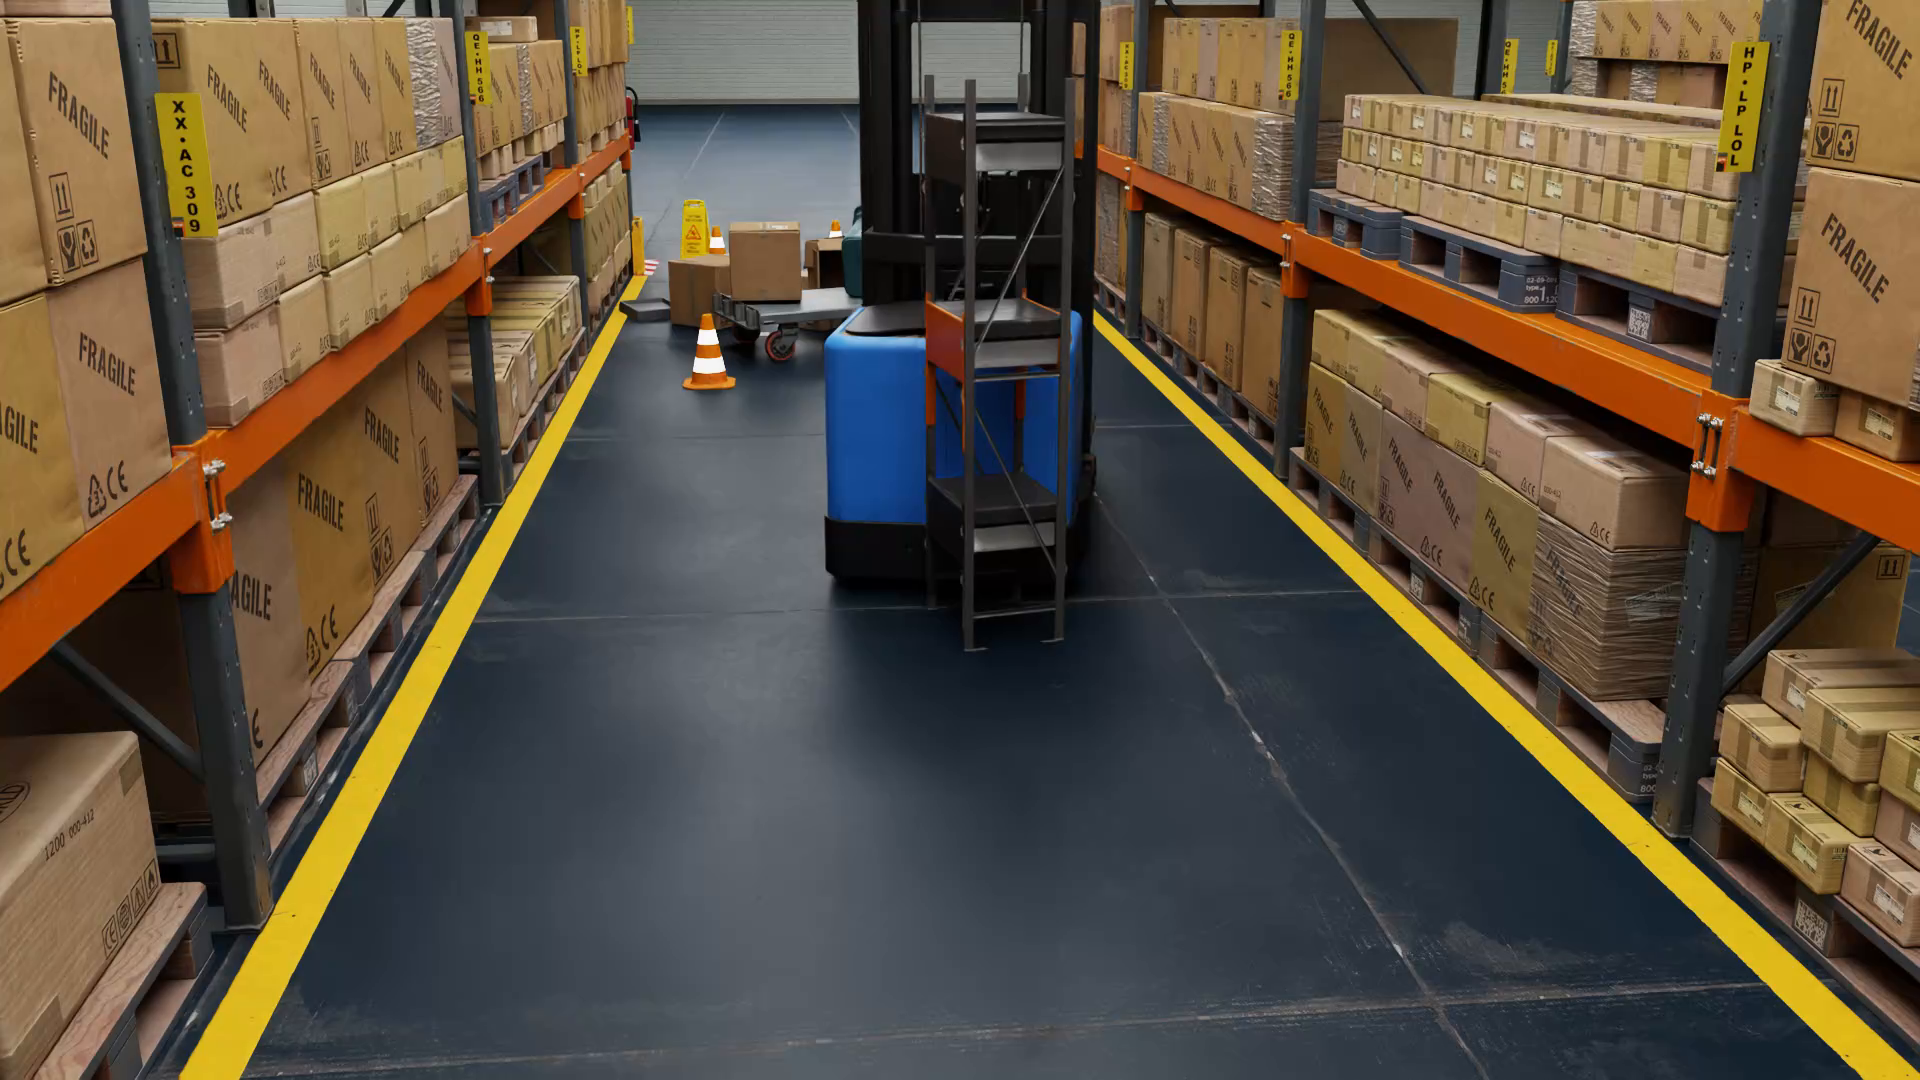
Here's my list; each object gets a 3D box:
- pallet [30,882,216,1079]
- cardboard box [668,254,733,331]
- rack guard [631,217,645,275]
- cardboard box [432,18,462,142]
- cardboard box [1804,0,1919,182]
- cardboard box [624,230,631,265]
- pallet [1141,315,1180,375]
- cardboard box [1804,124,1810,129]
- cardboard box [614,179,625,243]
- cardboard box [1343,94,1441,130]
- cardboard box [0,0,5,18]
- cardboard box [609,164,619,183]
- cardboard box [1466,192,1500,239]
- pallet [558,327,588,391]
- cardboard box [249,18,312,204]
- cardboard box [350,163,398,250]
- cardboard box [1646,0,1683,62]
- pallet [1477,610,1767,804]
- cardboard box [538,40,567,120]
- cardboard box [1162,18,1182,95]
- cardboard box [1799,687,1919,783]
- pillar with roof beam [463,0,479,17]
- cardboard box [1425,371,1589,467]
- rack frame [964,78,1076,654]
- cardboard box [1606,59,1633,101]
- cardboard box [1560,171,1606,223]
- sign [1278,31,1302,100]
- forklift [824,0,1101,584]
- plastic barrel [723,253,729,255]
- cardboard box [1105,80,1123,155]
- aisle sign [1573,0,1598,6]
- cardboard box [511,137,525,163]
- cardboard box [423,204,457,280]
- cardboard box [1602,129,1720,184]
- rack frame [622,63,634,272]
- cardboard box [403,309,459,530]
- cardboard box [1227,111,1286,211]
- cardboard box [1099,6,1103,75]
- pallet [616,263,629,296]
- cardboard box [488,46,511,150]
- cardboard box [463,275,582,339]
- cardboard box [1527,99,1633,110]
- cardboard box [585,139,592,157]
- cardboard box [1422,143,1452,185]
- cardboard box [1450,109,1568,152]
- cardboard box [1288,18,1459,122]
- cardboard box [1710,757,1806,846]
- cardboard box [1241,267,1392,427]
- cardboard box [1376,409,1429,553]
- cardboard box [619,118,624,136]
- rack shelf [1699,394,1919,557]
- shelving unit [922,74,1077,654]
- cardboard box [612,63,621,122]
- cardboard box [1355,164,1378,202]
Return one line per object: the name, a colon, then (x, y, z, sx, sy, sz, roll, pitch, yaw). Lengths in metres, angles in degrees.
pallet: (-2.343, 1.161, 3.628, 1.003, 0.211, 1.213, -2, 18, -6)
cardboard box: (-1.926, -1.952, 13.056, 0.500, 0.500, 0.500, 11, 21, 32)
rack guard: (-3.573, -2.759, 15.630, 1.175, 0.500, 0.348, -2, 18, -6)
cardboard box: (-2.442, -1.969, 7.106, 0.500, 0.500, 0.500, -2, 18, -7)
cardboard box: (2.374, -1.107, 3.861, 0.500, 0.500, 0.500, -1, 17, -4)
cardboard box: (-3.228, -2.623, 14.913, 0.500, 0.250, 0.500, -2, 18, -6)
pallet: (1.899, -1.407, 11.807, 1.003, 0.211, 1.213, -2, 18, -6)
cardboard box: (2.905, -1.312, 5.572, 0.380, 0.149, 0.250, -2, 18, -6)
cardboard box: (-3.182, -2.834, 14.335, 0.500, 0.500, 0.500, -1, 17, -4)
cardboard box: (2.013, -1.993, 7.742, 0.380, 0.149, 0.250, -2, 18, -6)
cardboard box: (-2.076, -1.069, 3.156, 0.380, 0.149, 0.250, -1, 17, -4)
cardboard box: (-3.112, -3.117, 14.152, 0.380, 0.149, 0.250, -1, 17, -5)
cardboard box: (2.167, -1.242, 6.344, 0.380, 0.149, 0.250, -2, 18, -7)
pallet: (-3.087, -1.220, 11.211, 1.003, 0.211, 1.213, -2, 18, -6)
cardboard box: (-2.183, -1.214, 4.701, 0.500, 0.500, 0.500, -2, 18, -6)
cardboard box: (-2.270, -1.162, 5.786, 0.500, 0.250, 0.500, -2, 18, -7)
cardboard box: (6.217, -4.328, 14.121, 0.500, 0.500, 0.500, -2, 18, -6)
pallet: (2.488, 0.517, 5.679, 1.003, 0.211, 1.213, -2, 18, -6)
cardboard box: (-2.893, -3.042, 10.993, 0.500, 0.500, 0.500, -2, 18, -7)
cardboard box: (1.802, -3.342, 11.479, 0.700, 0.500, 0.500, -2, 18, -7)
cardboard box: (2.369, 0.487, 4.183, 0.380, 0.149, 0.250, -1, 17, -3)
pillar with roof beam: (-8.155, -15.518, 42.081, 9.100, 9.000, 0.400, -2, 18, -6)
cardboard box: (2.133, -0.472, 6.393, 0.500, 0.250, 0.500, -3, 18, -8)
rack frame: (0.208, -0.591, 6.052, 0.400, 2.100, 0.015, -5, 18, -17)
cardboard box: (6.476, -4.160, 15.256, 0.875, 0.500, 0.500, -2, 18, -6)
cardboard box: (2.249, -1.151, 5.556, 0.380, 0.149, 0.250, -2, 18, -7)
sign: (1.605, -2.308, 8.087, 0.100, 0.325, 0.005, -2, 18, -6)
forklift: (0.114, -1.613, 7.922, 1.130, 2.935, 3.031, 2, 18, 6)
plastic barrel: (-1.862, -2.176, 13.902, 0.512, 0.421, 0.421, 11, 21, 32)
cardboard box: (1.615, -3.310, 12.961, 0.875, 0.550, 0.550, -2, 18, -6)
aisle sign: (5.971, -5.530, 15.943, 0.394, 0.787, 0.004, -2, 18, -6)
cardboard box: (-2.723, -2.257, 9.576, 0.380, 0.149, 0.250, -1, 17, -4)
cardboard box: (-2.377, -1.225, 6.820, 0.500, 0.250, 0.500, -1, 17, -5)
cardboard box: (2.281, -1.217, 5.270, 0.380, 0.149, 0.250, -2, 18, -7)
rack frame: (-3.581, -3.974, 15.328, 1.000, 3.000, 0.127, -2, 18, -6)
cardboard box: (-2.767, -0.569, 7.327, 0.875, 0.875, 0.875, -2, 18, -6)
cardboard box: (1.794, -2.096, 9.178, 0.500, 0.500, 0.500, -2, 18, -6)
cardboard box: (1.587, -4.146, 13.823, 0.875, 0.550, 0.500, -2, 18, -6)
pallet: (-3.525, -2.378, 14.899, 1.003, 0.211, 1.213, -2, 18, -6)
cardboard box: (-2.633, -2.277, 8.557, 0.500, 0.500, 0.500, -1, 17, -3)
cardboard box: (-3.112, -1.573, 11.365, 0.950, 0.372, 0.625, -2, 17, -5)
cardboard box: (2.714, -1.853, 7.297, 0.380, 0.149, 0.250, -1, 17, -4)
cardboard box: (-3.008, -2.993, 12.622, 0.380, 0.149, 0.250, -1, 17, -4)
cardboard box: (2.119, -1.536, 6.784, 0.380, 0.149, 0.250, -2, 18, -6)
cardboard box: (2.149, -1.603, 6.499, 0.380, 0.149, 0.250, -1, 17, -4)
cardboard box: (2.121, -2.432, 8.581, 0.700, 0.500, 0.500, -2, 18, -6)
cardboard box: (2.288, 0.696, 4.510, 0.380, 0.149, 0.250, -3, 18, -8)
cardboard box: (2.184, -1.085, 9.179, 1.050, 0.750, 0.750, -2, 18, -6)
cardboard box: (2.089, -0.260, 6.970, 0.500, 0.500, 0.500, -2, 18, -7)
cardboard box: (-3.193, -3.677, 14.802, 0.380, 0.149, 0.250, -2, 18, -6)
rack shelf: (2.776, 0.357, 2.732, 1.077, 0.370, 4.000, -2, 18, -6)
shelving unit: (0.134, -0.660, 6.274, 0.431, 2.100, 0.503, -5, 18, -17)
cardboard box: (-3.204, -3.861, 14.304, 0.500, 0.500, 0.500, -2, 18, -6)
cardboard box: (2.030, -1.635, 7.594, 0.380, 0.149, 0.250, -1, 17, -3)
